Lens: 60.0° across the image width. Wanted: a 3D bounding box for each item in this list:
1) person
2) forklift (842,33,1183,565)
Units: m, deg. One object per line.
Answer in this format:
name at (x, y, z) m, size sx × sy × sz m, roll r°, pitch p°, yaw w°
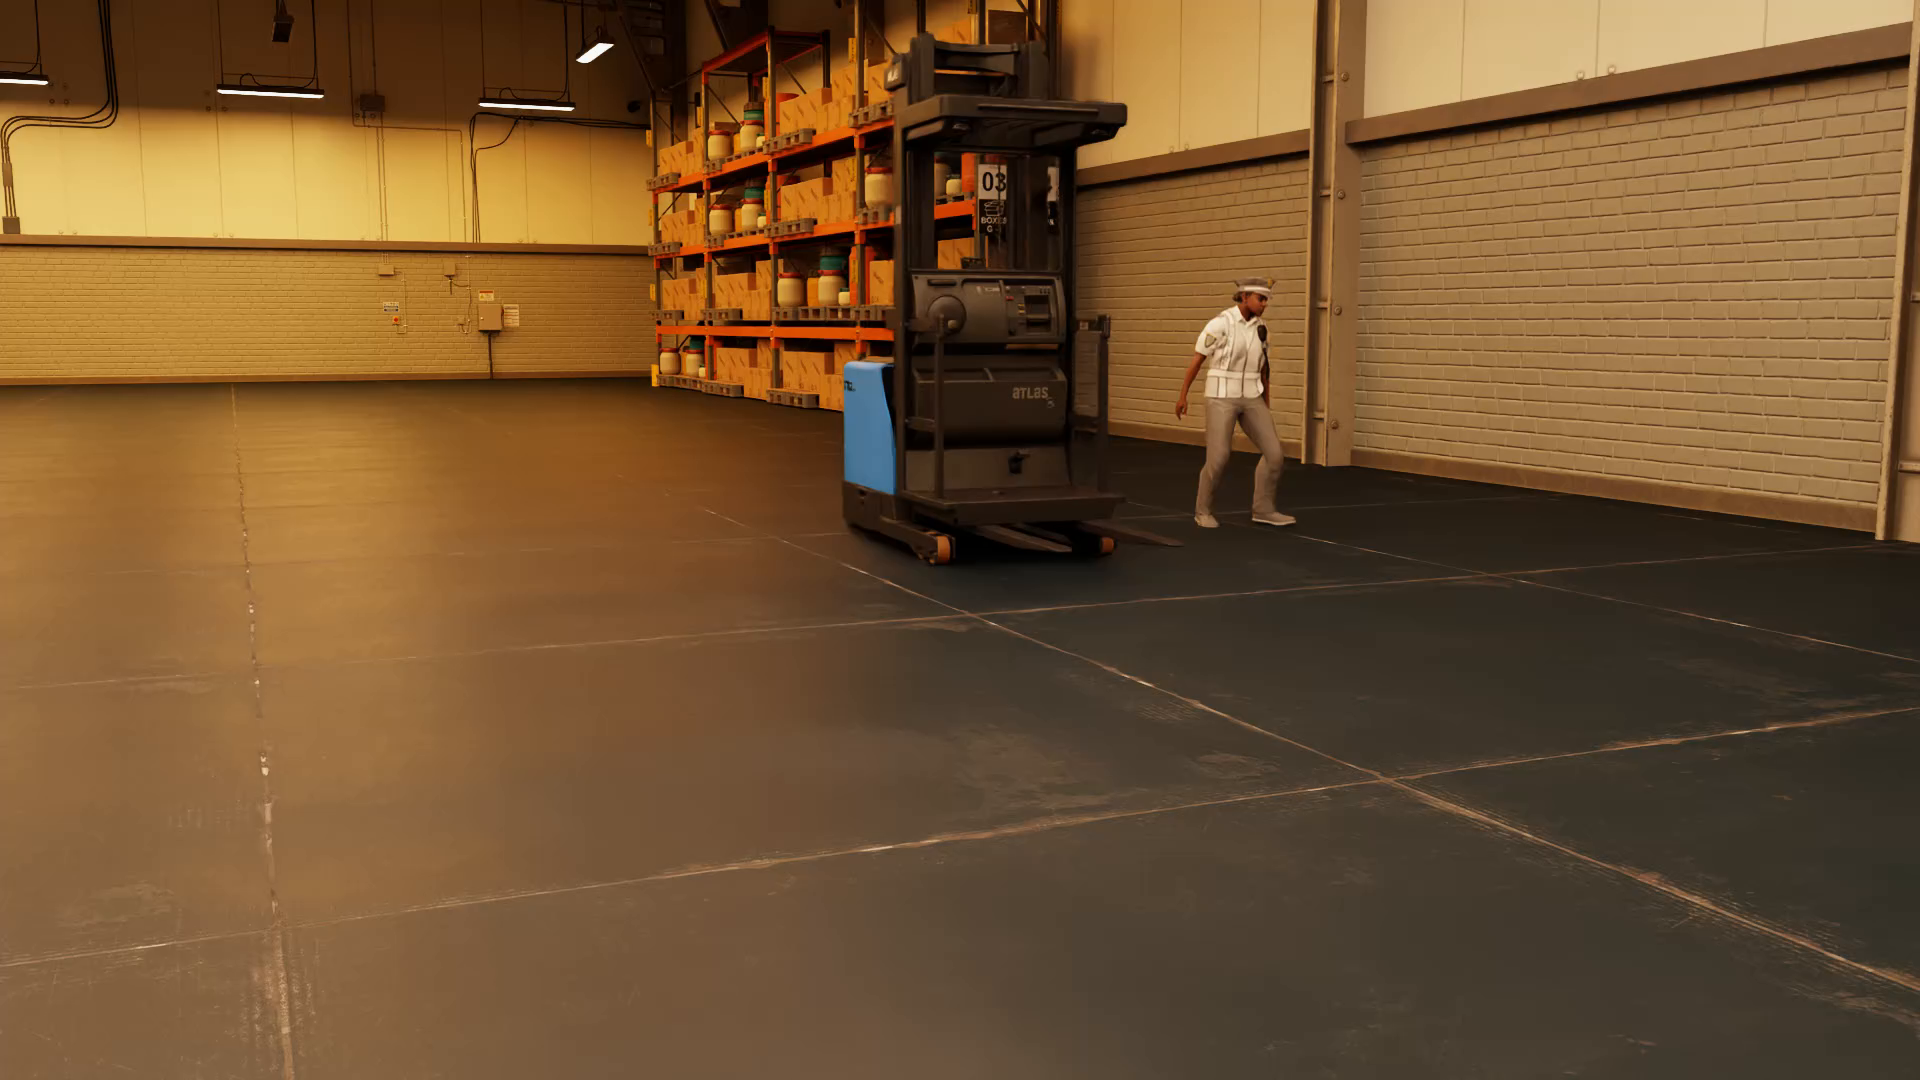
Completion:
person at (1.787, -0.879, 10.776) m, size 0.798 × 1.634 × 0.432 m, roll -2°, pitch 8°, yaw -17°
forklift at (0.250, -1.376, 9.380) m, size 1.130 × 2.935 × 3.031 m, roll -3°, pitch 8°, yaw -21°
